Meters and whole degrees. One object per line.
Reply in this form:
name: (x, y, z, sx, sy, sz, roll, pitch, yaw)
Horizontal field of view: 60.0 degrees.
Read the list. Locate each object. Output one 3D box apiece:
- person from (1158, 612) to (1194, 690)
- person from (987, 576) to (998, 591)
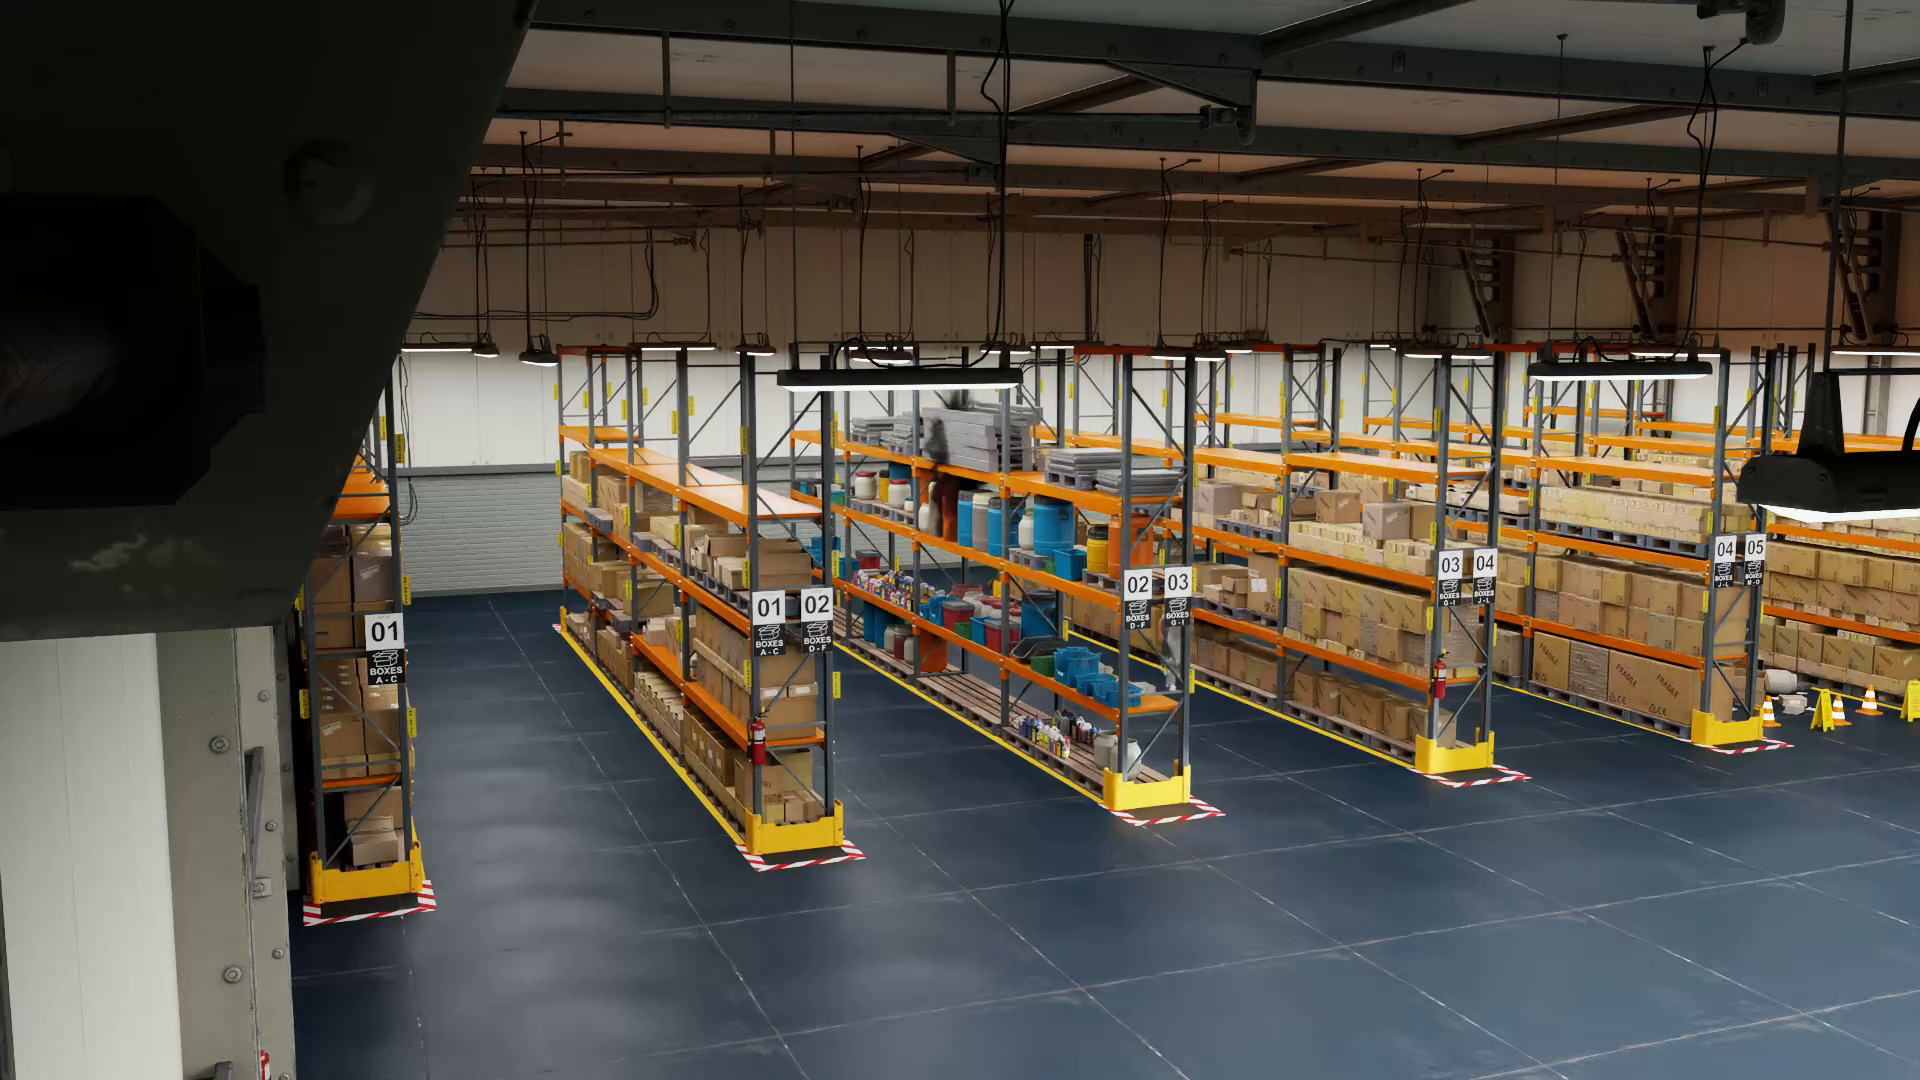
person: (3.645, 1.736, 27.887, 0.554, 1.597, 0.688, -3, 8, -24)
person: (0.975, 0.452, 39.555, 0.710, 1.757, 0.665, -4, 8, -27)
